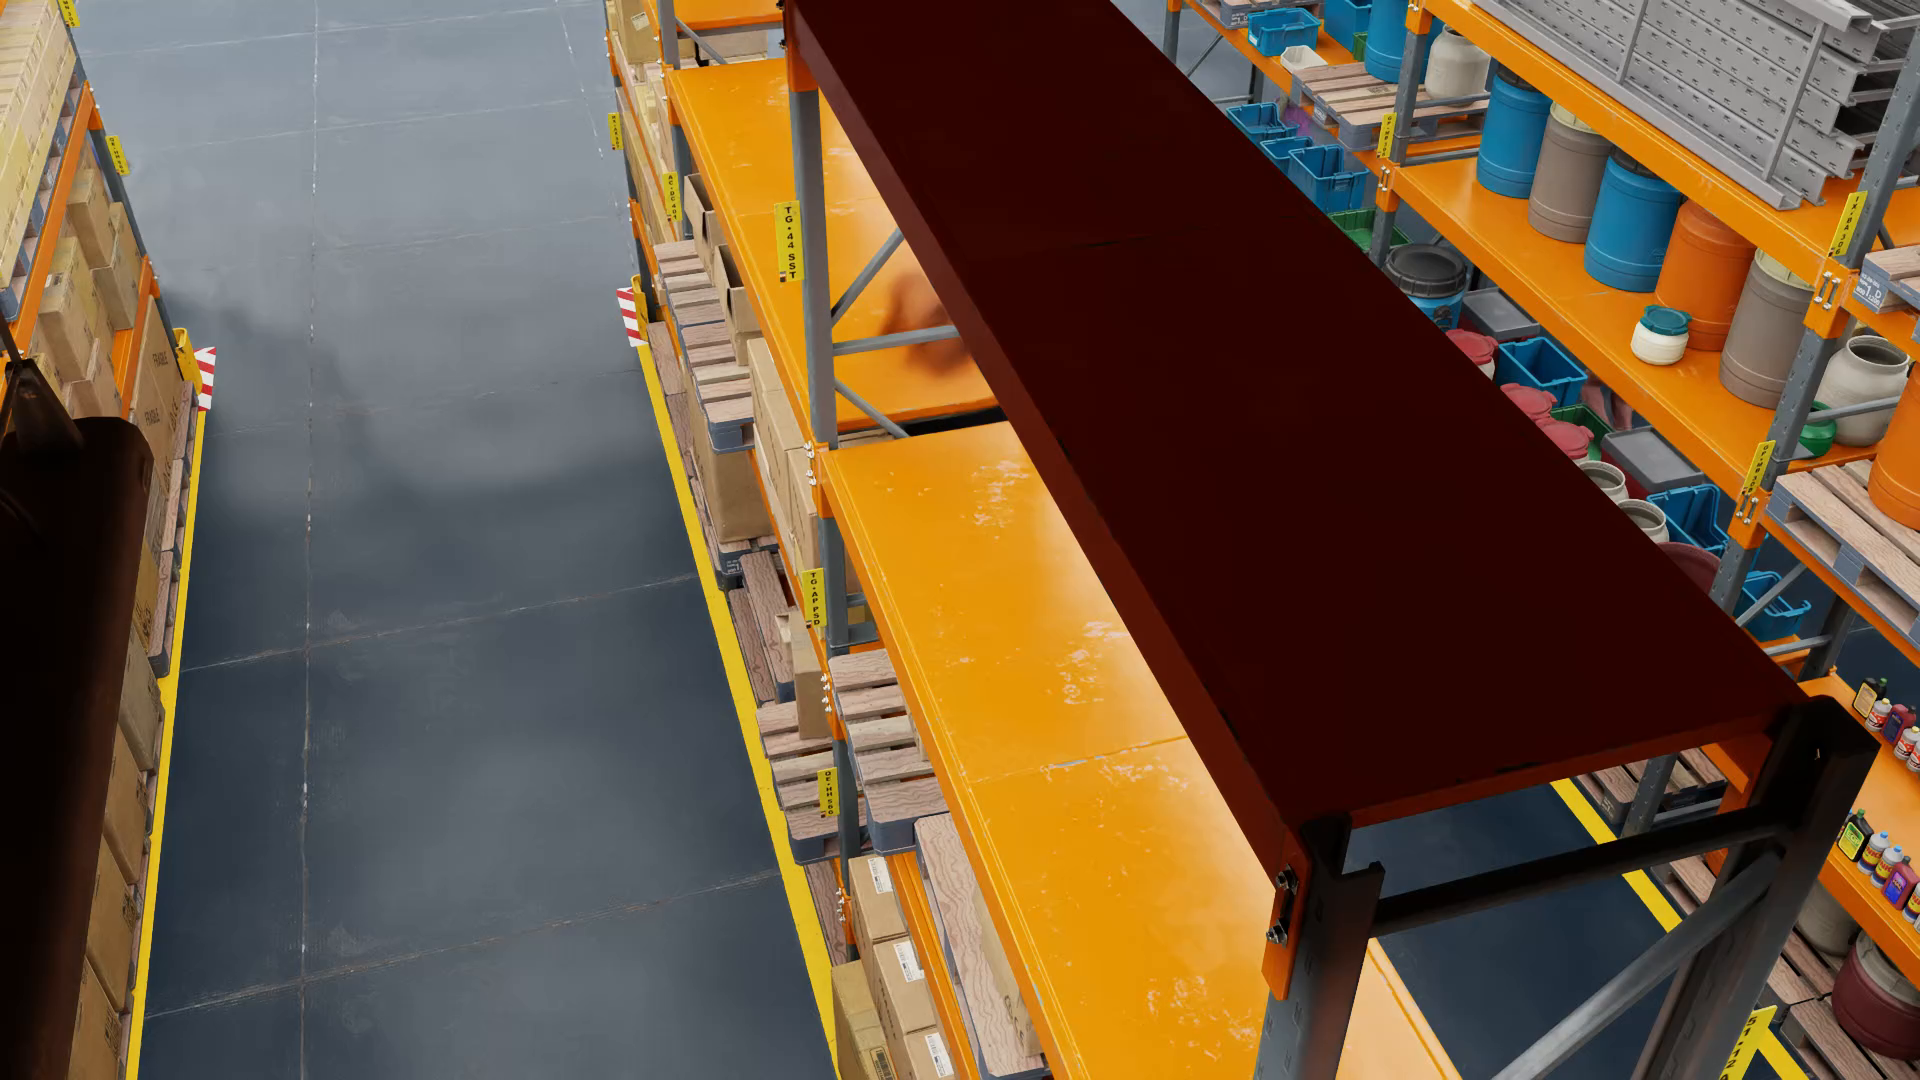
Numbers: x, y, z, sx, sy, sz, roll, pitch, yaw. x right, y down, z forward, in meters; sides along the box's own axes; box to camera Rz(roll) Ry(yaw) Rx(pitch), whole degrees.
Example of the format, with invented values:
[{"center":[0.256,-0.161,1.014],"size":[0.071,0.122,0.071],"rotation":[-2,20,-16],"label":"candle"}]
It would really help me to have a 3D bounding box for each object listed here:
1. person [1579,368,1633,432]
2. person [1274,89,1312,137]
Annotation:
[{"center":[5.292,-1.417,13.281],"size":[0.561,1.678,0.617],"rotation":[-15,41,-18],"label":"person"},{"center":[3.354,-4.009,16.635],"size":[0.534,1.636,0.720],"rotation":[-28,46,-31],"label":"person"}]
